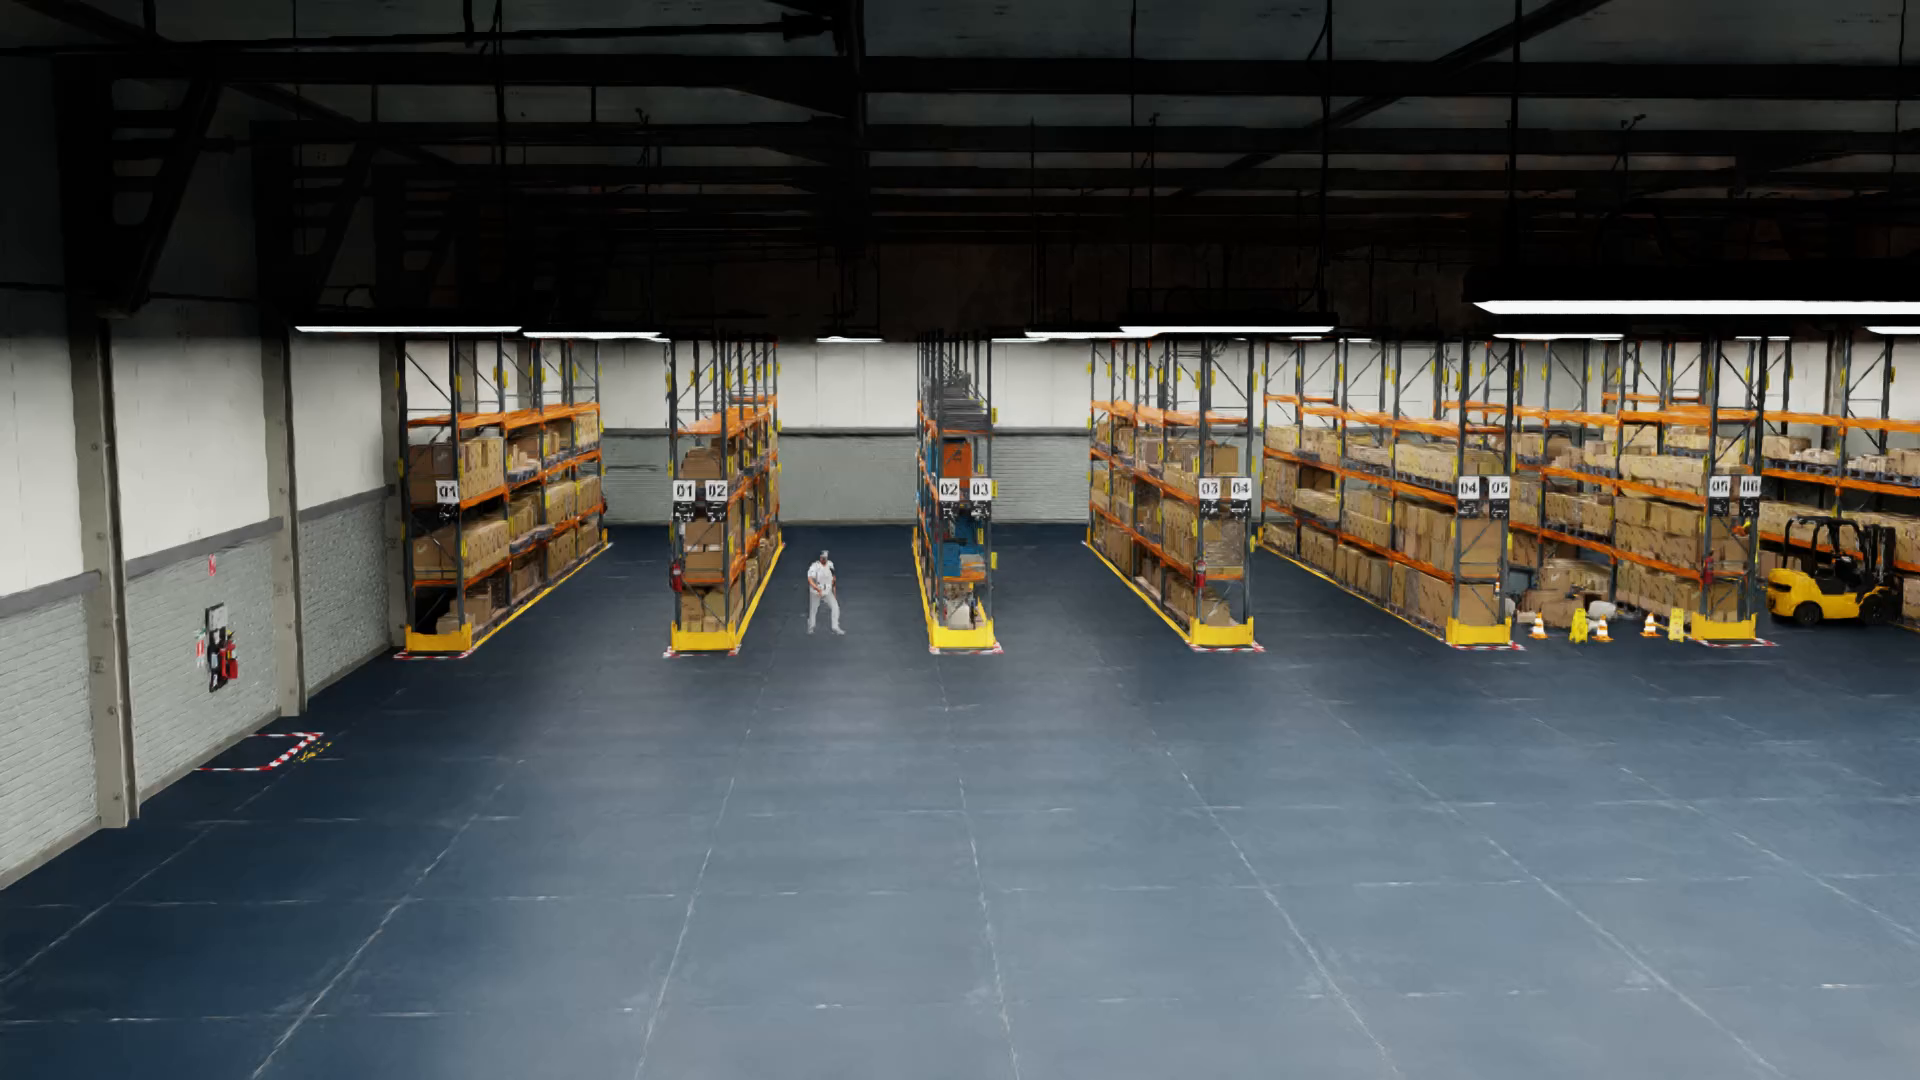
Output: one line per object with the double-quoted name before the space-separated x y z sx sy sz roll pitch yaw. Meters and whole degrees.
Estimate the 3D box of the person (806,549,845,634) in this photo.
"person" -2.712 1.007 32.856 0.691 1.699 0.793 -3 7 -24

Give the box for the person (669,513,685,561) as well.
"person" -7.299 -0.186 43.457 0.625 1.611 0.568 -1 7 -5

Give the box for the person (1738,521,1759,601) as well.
"person" 17.601 0.451 37.215 0.576 1.764 0.665 3 7 25
